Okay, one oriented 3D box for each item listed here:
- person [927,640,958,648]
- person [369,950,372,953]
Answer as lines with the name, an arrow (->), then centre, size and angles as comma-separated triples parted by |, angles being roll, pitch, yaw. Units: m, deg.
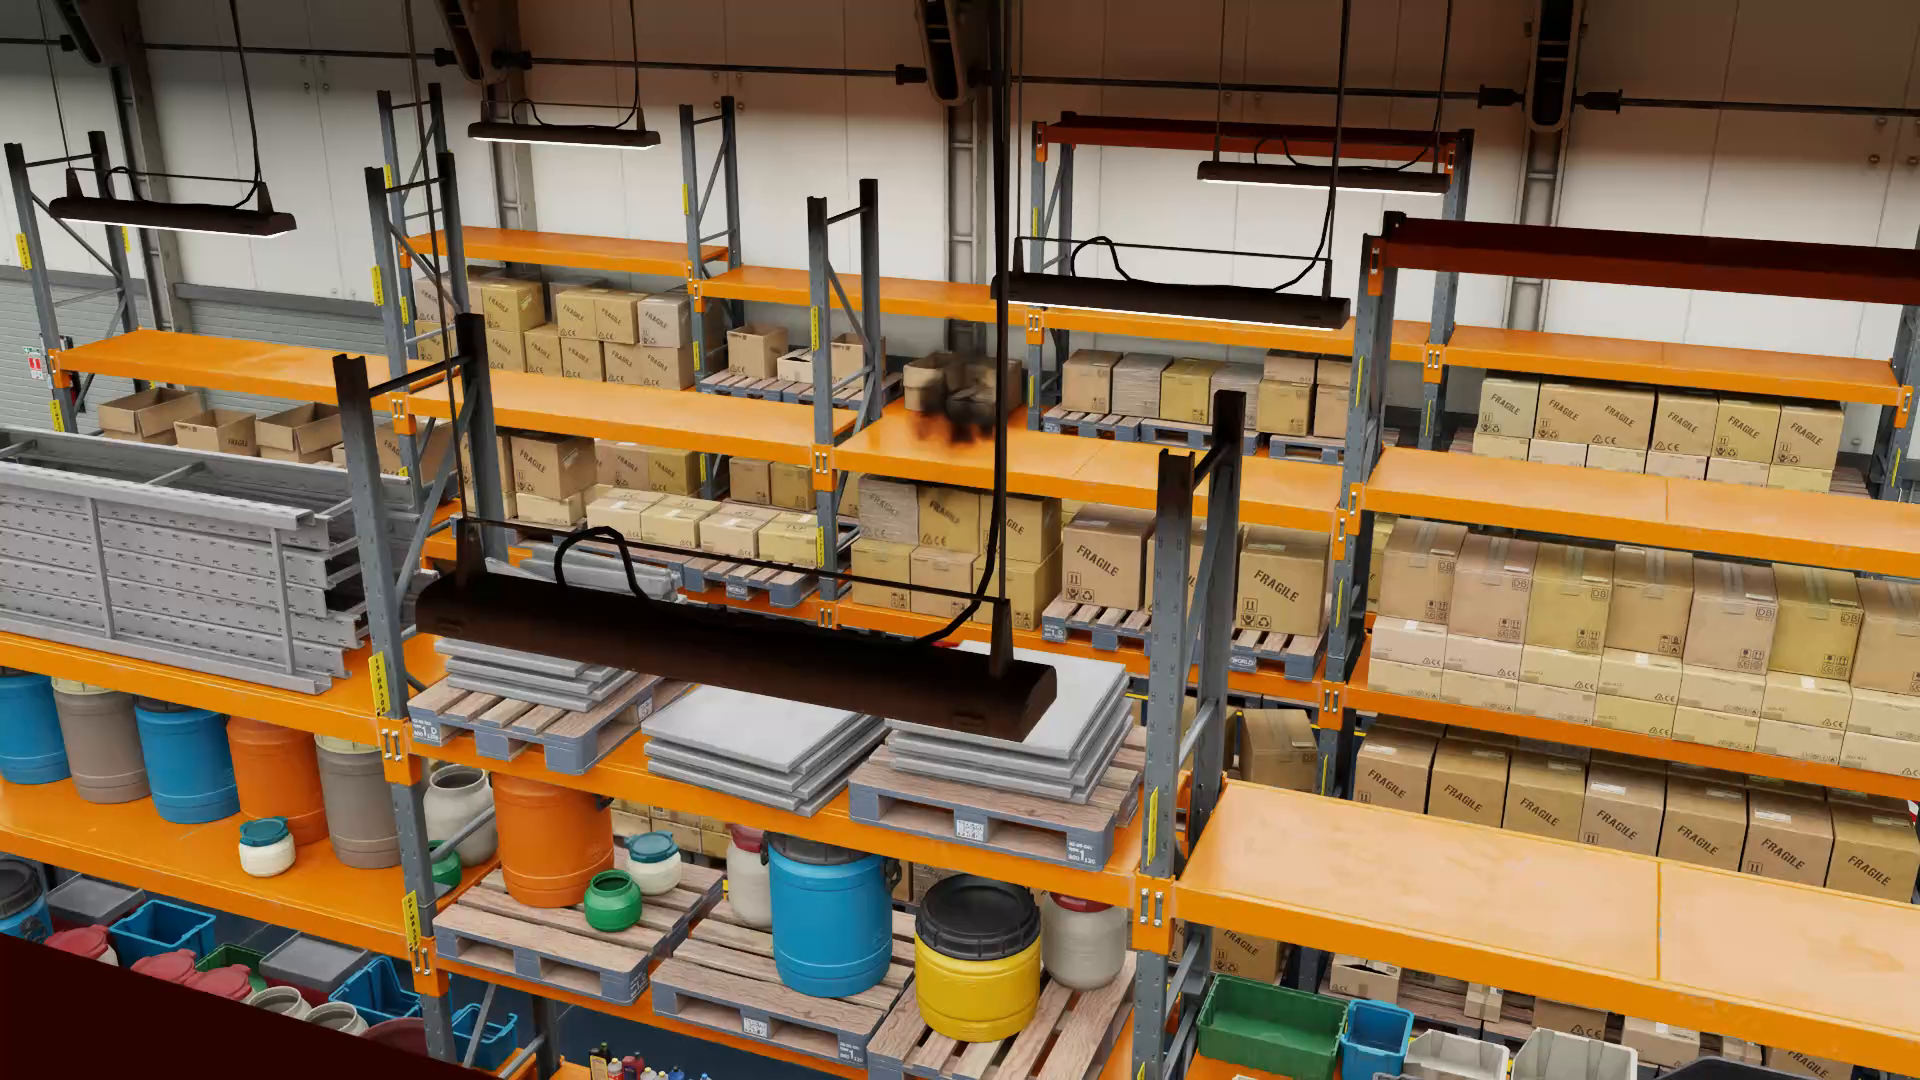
person -> -0.219, 1.379, 15.592 | 0.529, 1.729, 0.710 | 10, 23, 25
person -> -4.962, 2.603, 13.247 | 0.744, 1.651, 0.630 | 5, 21, 12
